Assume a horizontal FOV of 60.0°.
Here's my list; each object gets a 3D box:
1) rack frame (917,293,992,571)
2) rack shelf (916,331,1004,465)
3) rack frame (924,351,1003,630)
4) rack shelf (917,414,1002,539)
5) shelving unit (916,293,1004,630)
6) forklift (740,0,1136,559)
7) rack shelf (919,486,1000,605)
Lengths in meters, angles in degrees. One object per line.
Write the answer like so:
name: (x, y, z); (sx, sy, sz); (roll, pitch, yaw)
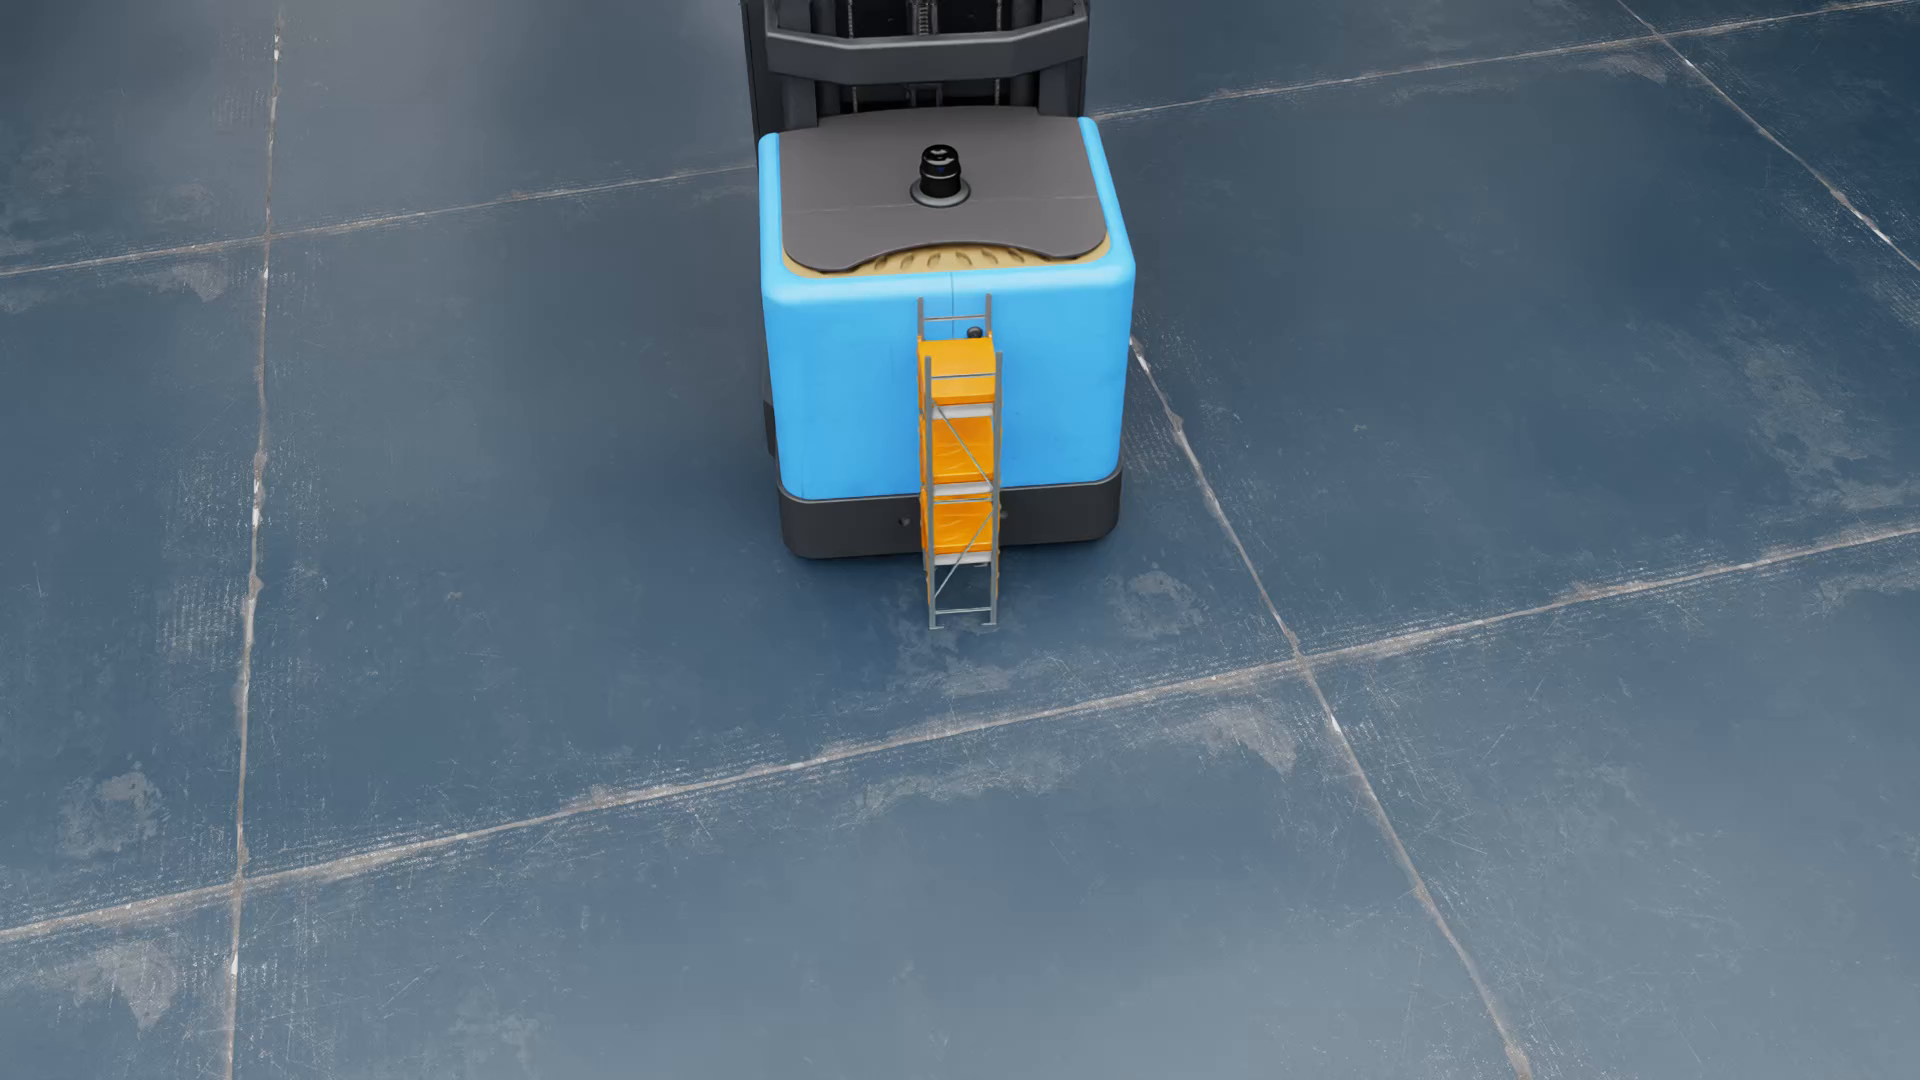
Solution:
rack frame: (-0.014, -0.280, 4.789); (0.200, 1.050, 0.008); (-4, 46, -4)
rack shelf: (-0.003, -0.385, 4.509); (0.215, 0.259, 0.240); (-4, 46, -4)
rack frame: (0.009, -0.107, 4.619); (0.200, 1.050, 0.008); (-4, 46, -4)
rack shelf: (-0.003, -0.186, 4.712); (0.215, 0.259, 0.240); (-4, 46, -4)
shelving unit: (-0.003, -0.193, 4.704); (0.215, 1.050, 0.252); (-4, 46, -4)
forklift: (-0.160, -2.023, 5.181); (1.130, 2.935, 3.031); (-4, 46, -4)
rack shelf: (-0.003, 0.009, 4.911); (0.215, 0.259, 0.240); (-4, 46, -4)
